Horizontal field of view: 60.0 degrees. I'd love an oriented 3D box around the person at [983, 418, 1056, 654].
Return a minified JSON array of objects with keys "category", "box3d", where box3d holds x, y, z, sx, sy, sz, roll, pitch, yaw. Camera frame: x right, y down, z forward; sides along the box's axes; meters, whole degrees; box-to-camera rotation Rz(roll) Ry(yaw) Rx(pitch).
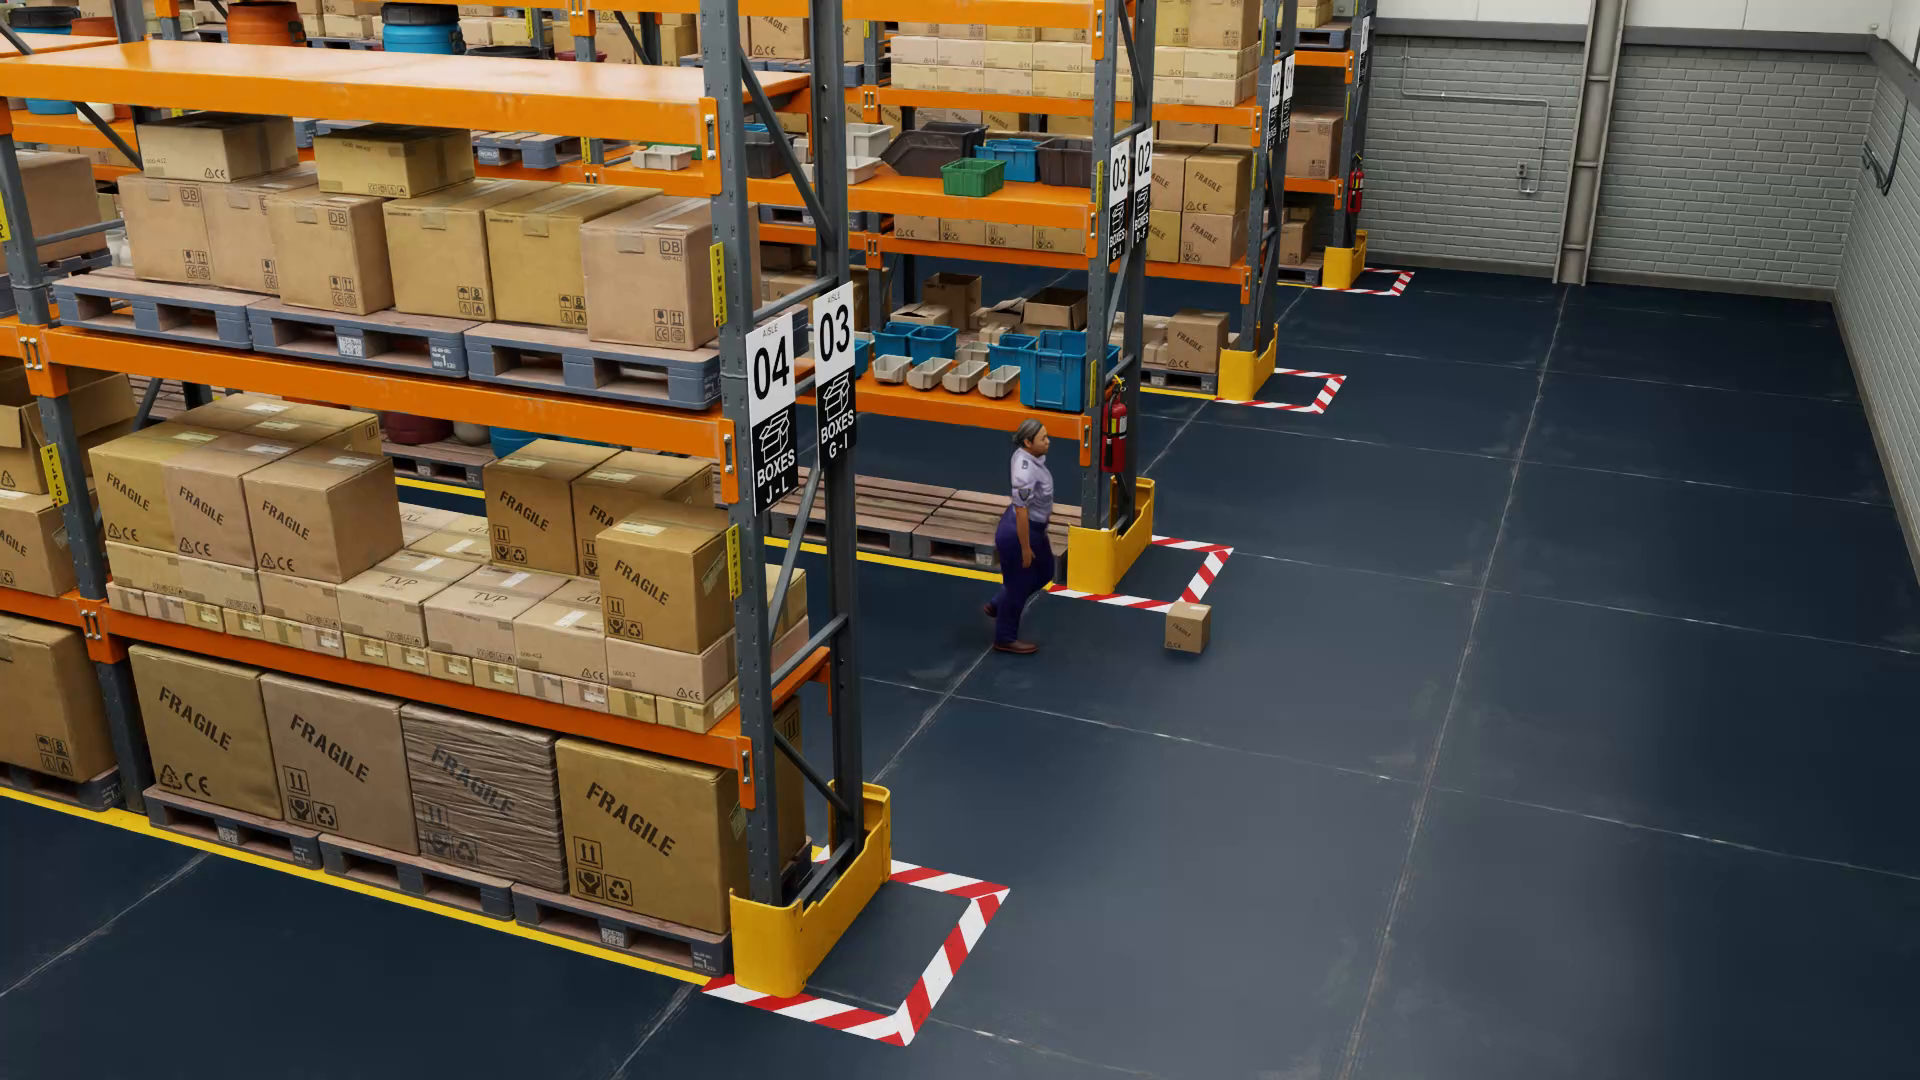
[{"category":"person","box3d":[0.391,-0.035,10.993,0.475,1.642,0.545,2,23,6]}]
